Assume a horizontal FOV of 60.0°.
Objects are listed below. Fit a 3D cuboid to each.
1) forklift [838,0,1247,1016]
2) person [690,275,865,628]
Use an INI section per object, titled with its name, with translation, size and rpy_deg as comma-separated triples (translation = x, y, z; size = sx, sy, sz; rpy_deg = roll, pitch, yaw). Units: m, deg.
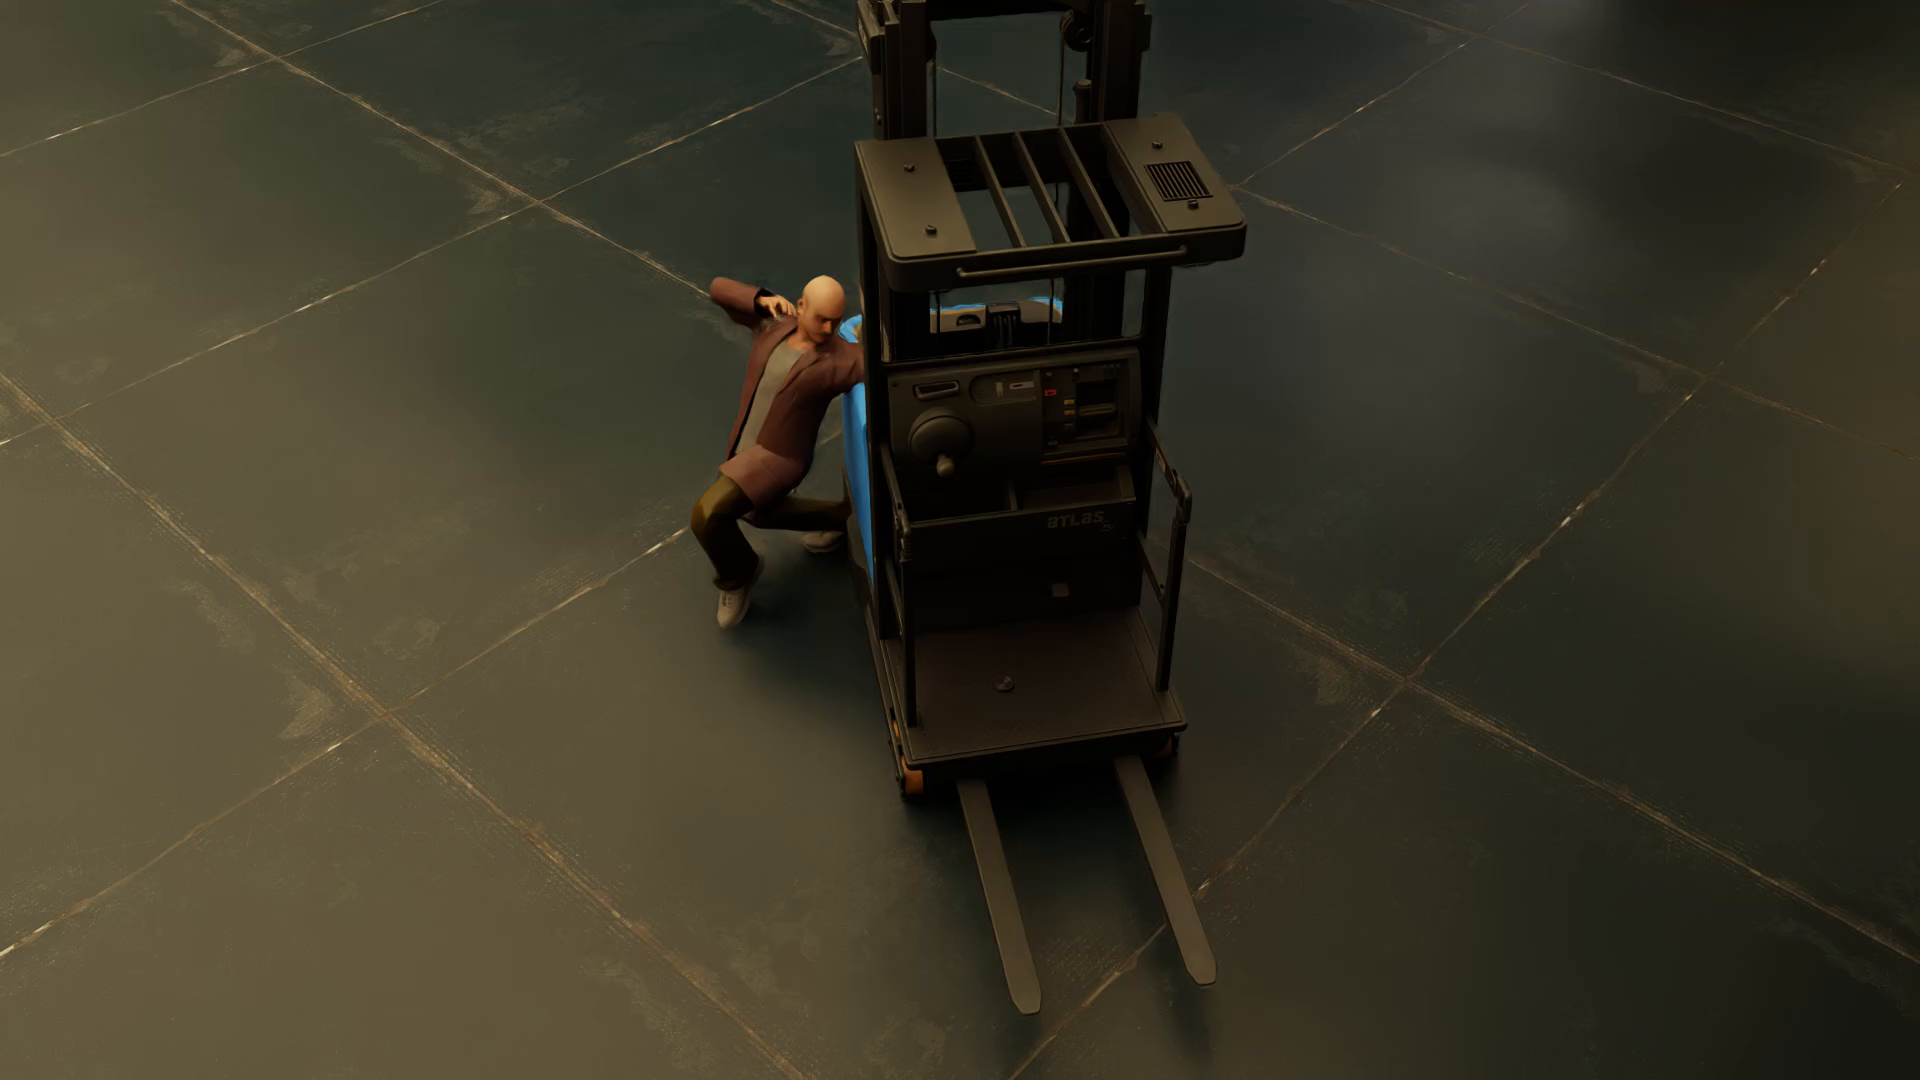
[forklift]
translation = 0.247, -0.378, 5.869
size = 1.130, 2.935, 3.031
rpy_deg = -7, 41, -8
[person]
translation = -0.630, -0.285, 6.857
size = 0.930, 1.568, 1.153
rpy_deg = -27, 47, -28
